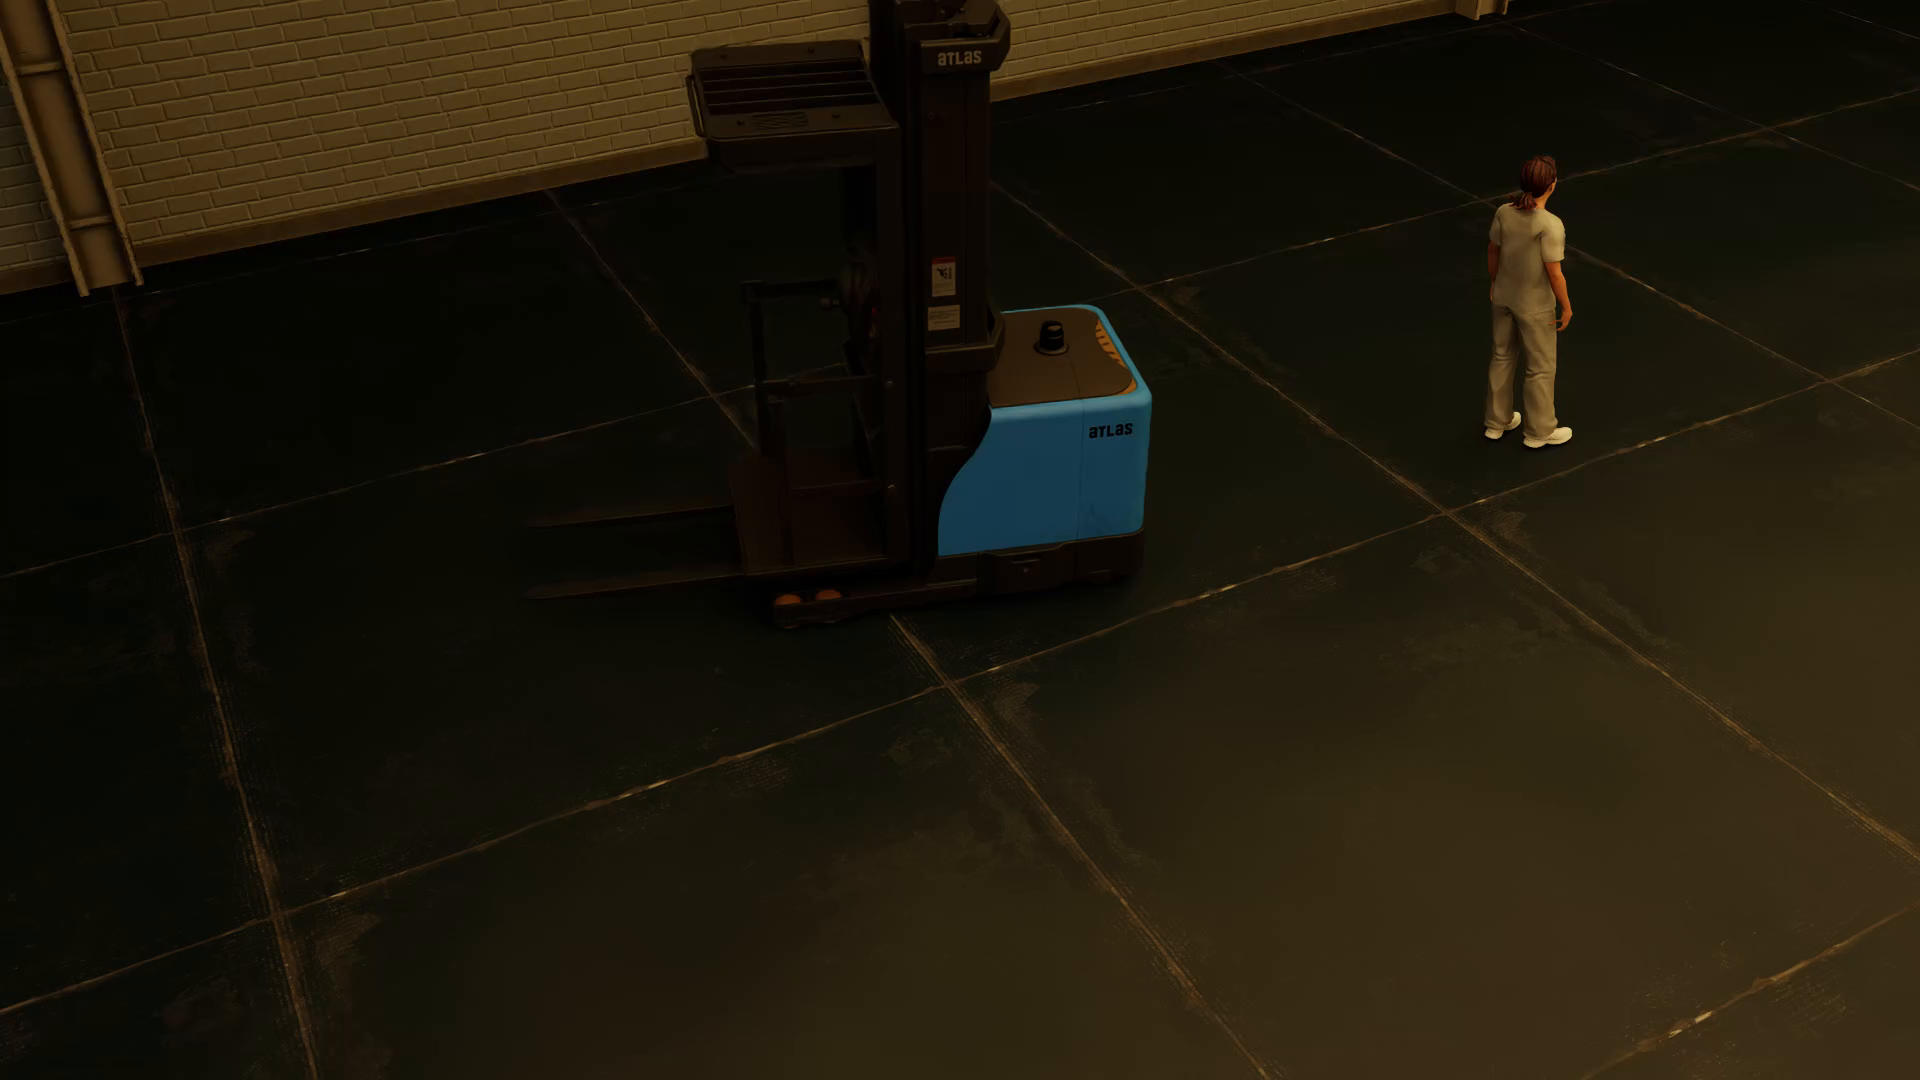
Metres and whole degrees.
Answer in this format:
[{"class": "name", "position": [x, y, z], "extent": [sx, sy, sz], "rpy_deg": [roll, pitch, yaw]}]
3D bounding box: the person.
[{"class": "person", "position": [3.117, -1.302, 9.040], "extent": [0.549, 1.675, 0.549], "rpy_deg": [-21, 40, -26]}]

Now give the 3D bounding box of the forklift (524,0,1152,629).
[{"class": "forklift", "position": [-0.652, -1.100, 7.680], "extent": [3.031, 2.935, 1.130], "rpy_deg": [-7, 36, -9]}]
